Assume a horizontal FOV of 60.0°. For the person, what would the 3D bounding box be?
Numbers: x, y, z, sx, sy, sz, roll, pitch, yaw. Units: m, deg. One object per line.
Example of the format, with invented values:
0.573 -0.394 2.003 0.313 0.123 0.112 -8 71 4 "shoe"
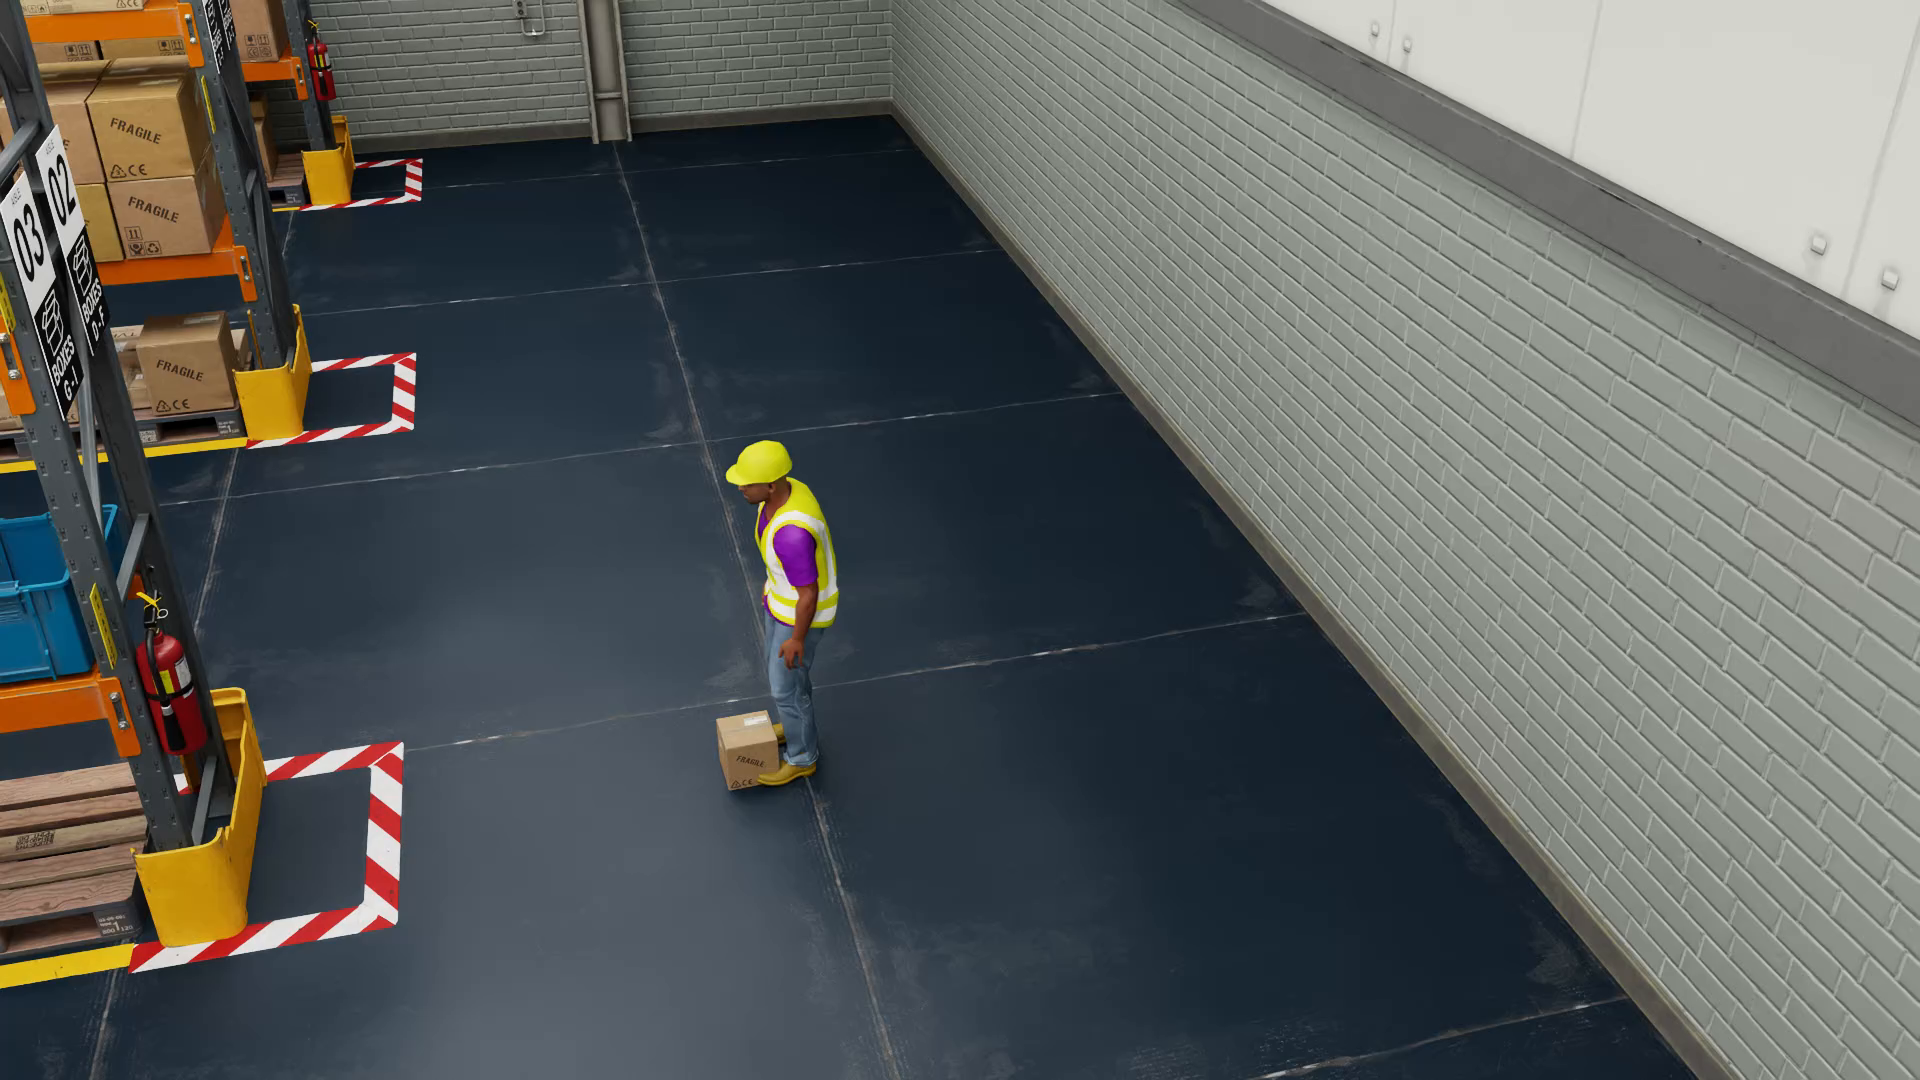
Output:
-0.800 0.319 7.675 0.461 1.756 0.626 -8 31 -13 "person"
